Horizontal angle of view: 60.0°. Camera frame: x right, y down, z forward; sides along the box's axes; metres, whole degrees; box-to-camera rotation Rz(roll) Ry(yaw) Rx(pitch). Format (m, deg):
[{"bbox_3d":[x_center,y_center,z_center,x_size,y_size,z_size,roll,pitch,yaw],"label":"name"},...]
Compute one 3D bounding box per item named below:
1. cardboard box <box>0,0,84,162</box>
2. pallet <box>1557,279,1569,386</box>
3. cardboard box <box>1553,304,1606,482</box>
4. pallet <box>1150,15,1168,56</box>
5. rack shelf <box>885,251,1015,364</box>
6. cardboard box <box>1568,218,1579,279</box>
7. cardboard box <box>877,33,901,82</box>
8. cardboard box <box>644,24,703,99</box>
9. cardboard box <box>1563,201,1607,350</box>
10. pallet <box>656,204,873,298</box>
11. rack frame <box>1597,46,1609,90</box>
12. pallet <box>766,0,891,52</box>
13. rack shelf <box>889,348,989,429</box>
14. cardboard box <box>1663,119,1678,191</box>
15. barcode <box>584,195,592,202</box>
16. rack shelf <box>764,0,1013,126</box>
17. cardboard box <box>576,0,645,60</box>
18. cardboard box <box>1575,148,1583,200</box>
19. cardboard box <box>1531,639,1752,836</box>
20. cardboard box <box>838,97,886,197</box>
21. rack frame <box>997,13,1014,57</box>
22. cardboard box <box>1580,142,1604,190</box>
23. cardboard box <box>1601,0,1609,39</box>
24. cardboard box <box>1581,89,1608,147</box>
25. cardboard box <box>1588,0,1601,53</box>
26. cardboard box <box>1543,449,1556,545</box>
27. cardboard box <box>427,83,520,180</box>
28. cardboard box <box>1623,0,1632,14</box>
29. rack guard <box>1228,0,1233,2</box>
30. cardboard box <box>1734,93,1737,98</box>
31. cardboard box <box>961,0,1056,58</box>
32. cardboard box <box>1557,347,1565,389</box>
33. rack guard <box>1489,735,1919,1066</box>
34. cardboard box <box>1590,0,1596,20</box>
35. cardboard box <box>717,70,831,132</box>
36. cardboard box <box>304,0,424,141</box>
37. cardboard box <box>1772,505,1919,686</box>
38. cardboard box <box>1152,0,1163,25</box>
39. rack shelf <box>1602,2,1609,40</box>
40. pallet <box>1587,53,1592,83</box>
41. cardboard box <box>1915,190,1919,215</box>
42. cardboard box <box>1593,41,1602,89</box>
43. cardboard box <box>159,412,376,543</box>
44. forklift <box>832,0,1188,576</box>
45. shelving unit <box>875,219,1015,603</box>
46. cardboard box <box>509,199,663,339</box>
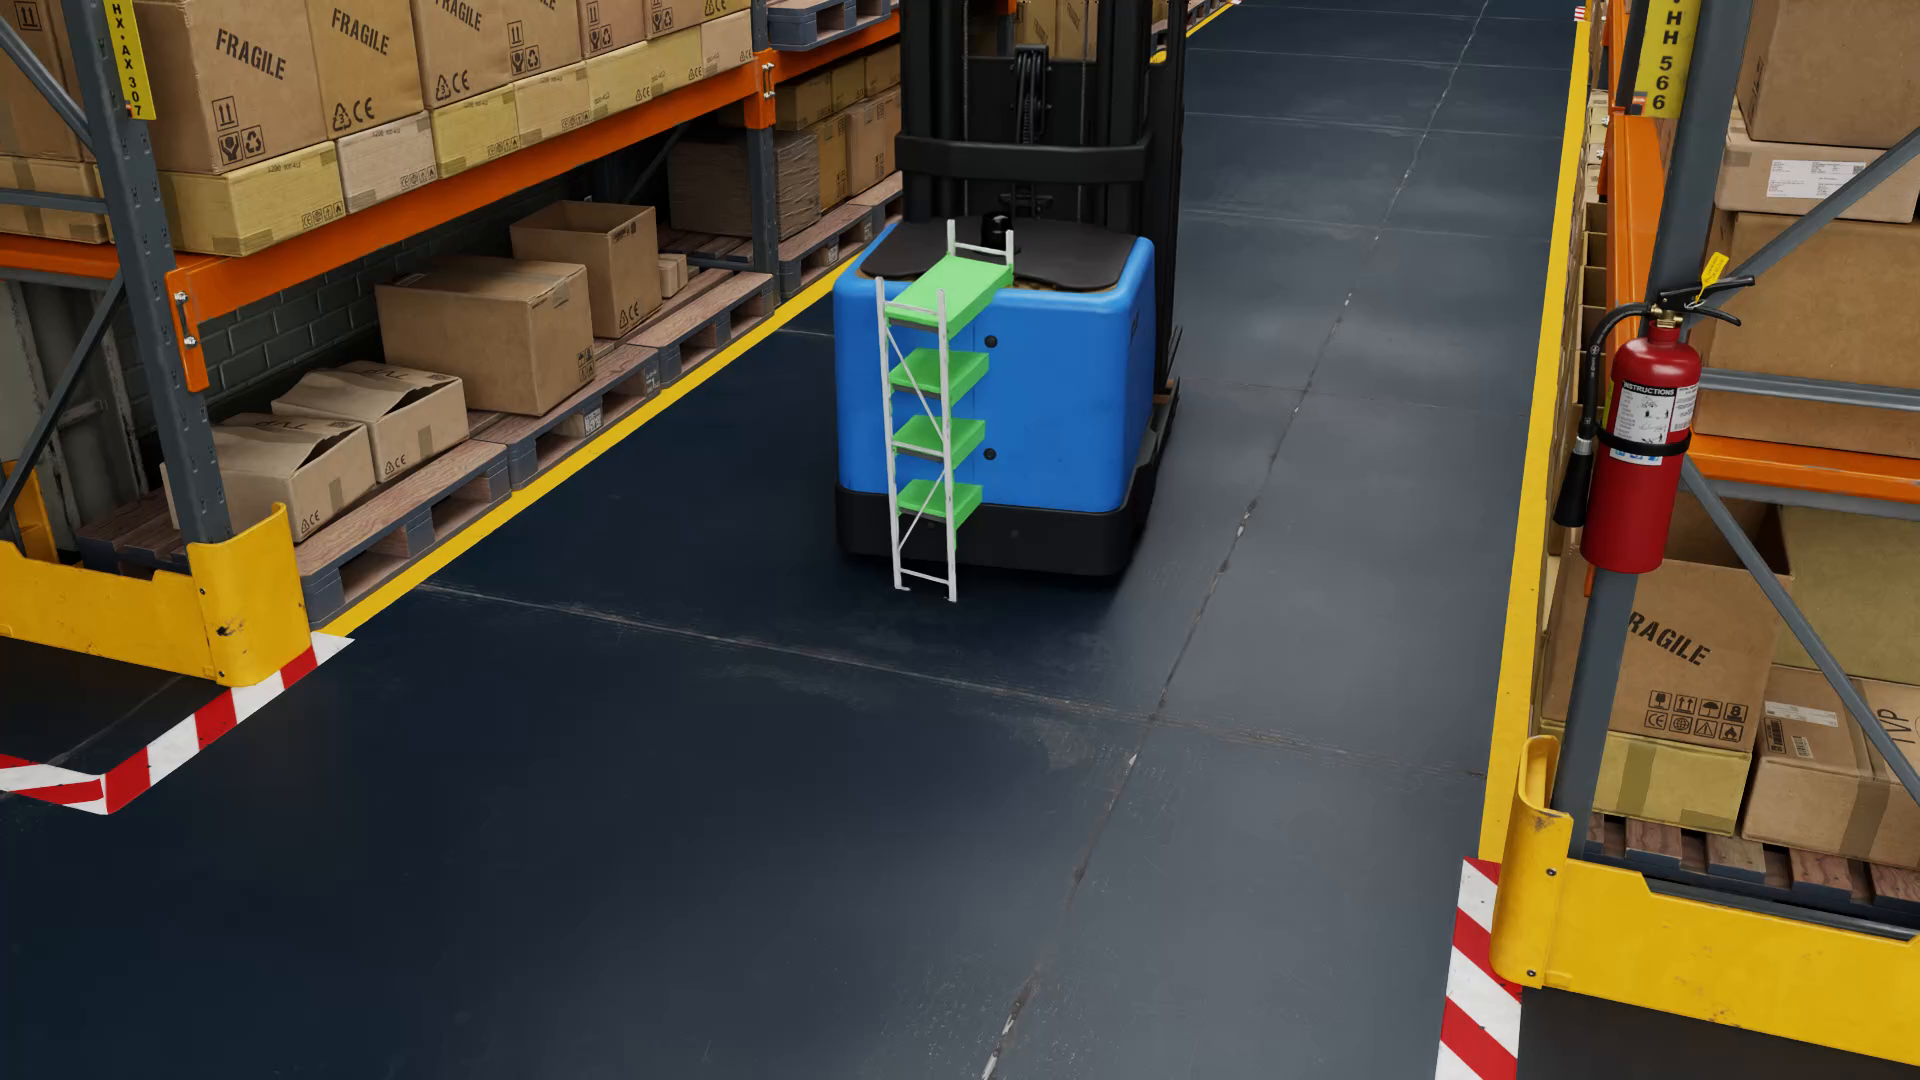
[{"bbox_3d":[-2.814,-1.501,5.198,0.500,0.500,0.500,8,27,17],"label":"cardboard box"},{"bbox_3d":[3.441,-0.978,8.028,1.003,0.211,1.213,9,27,17],"label":"pallet"},{"bbox_3d":[2.286,-0.452,5.554,0.500,0.500,0.500,9,27,17],"label":"cardboard box"},{"bbox_3d":[1.549,-4.975,16.284,1.003,0.211,1.213,9,27,17],"label":"pallet"},{"bbox_3d":[-0.039,-0.770,5.463,0.258,0.148,0.480,15,37,23],"label":"rack shelf"},{"bbox_3d":[3.437,-1.507,8.593,0.500,0.250,0.500,9,27,19],"label":"cardboard box"},{"bbox_3d":[-0.548,-3.167,10.853,0.500,0.250,0.500,9,27,18],"label":"cardboard box"},{"bbox_3d":[-1.485,-2.141,7.379,0.500,0.250,0.500,9,27,18],"label":"cardboard box"},{"bbox_3d":[2.783,-1.069,6.828,0.500,0.500,0.500,9,27,17],"label":"cardboard box"},{"bbox_3d":[-1.182,-1.707,9.533,1.003,0.211,1.213,9,27,17],"label":"pallet"},{"bbox_3d":[4.564,-3.569,10.178,1.000,3.000,0.127,9,27,17],"label":"rack frame"},{"bbox_3d":[-1.048,-2.848,8.911,1.003,0.211,1.213,9,27,17],"label":"pallet"},{"bbox_3d":[-0.032,-0.572,5.597,0.258,0.148,0.480,15,37,23],"label":"rack shelf"},{"bbox_3d":[2.751,-1.363,5.509,0.700,0.500,0.500,9,27,18],"label":"cardboard box"},{"bbox_3d":[-1.846,-1.672,8.257,0.001,0.075,0.075,9,27,17],"label":"barcode"},{"bbox_3d":[-0.774,-3.140,10.118,1.077,0.370,4.000,9,27,17],"label":"rack shelf"},{"bbox_3d":[-1.644,-2.270,6.785,0.500,0.500,0.500,8,27,16],"label":"cardboard box"},{"bbox_3d":[3.946,-2.141,9.903,0.500,0.250,0.500,8,27,16],"label":"cardboard box"},{"bbox_3d":[1.802,0.504,4.440,0.500,0.250,0.500,9,27,17],"label":"cardboard box"},{"bbox_3d":[-0.878,-2.443,10.217,0.700,0.500,0.500,9,27,18],"label":"cardboard box"},{"bbox_3d":[-0.109,-4.285,11.659,1.000,3.000,0.127,9,27,17],"label":"rack frame"},{"bbox_3d":[3.604,-1.962,8.890,0.500,0.311,0.500,8,27,17],"label":"cardboard box"},{"bbox_3d":[5.005,-3.842,12.247,0.500,0.250,0.500,8,27,16],"label":"cardboard box"},{"bbox_3d":[4.113,-2.600,10.207,0.500,0.311,0.500,10,27,19],"label":"cardboard box"},{"bbox_3d":[5.817,-4.561,14.591,0.500,0.500,0.500,9,27,17],"label":"cardboard box"},{"bbox_3d":[2.290,-0.114,5.716,0.500,0.250,0.500,9,27,17],"label":"cardboard box"},{"bbox_3d":[-1.974,-1.518,6.092,0.500,0.250,0.500,8,27,17],"label":"cardboard box"},{"bbox_3d":[4.084,-3.189,9.497,0.500,0.311,0.500,8,27,17],"label":"cardboard box"},{"bbox_3d":[2.562,-6.458,19.014,1.175,0.500,0.348,9,27,17],"label":"rack guard"},{"bbox_3d":[2.020,-1.016,4.046,0.380,0.149,0.250,8,27,17],"label":"cardboard box"},{"bbox_3d":[0.260,-3.790,12.621,0.750,0.750,0.750,8,27,17],"label":"cardboard box"},{"bbox_3d":[2.793,-0.730,6.988,0.500,0.250,0.500,9,27,17],"label":"cardboard box"},{"bbox_3d":[1.894,0.854,3.913,1.175,0.500,0.348,9,27,17],"label":"rack guard"},{"bbox_3d":[6.445,-5.223,16.246,0.500,0.250,0.500,9,27,17],"label":"cardboard box"},{"bbox_3d":[-1.067,-2.538,9.554,0.500,0.250,0.500,8,27,16],"label":"cardboard box"},{"bbox_3d":[-2.155,-1.631,5.465,0.500,0.500,0.500,9,27,18],"label":"cardboard box"},{"bbox_3d":[2.455,0.036,4.546,0.500,0.500,0.500,9,27,17],"label":"cardboard box"},{"bbox_3d":[1.568,-5.286,16.111,0.700,0.500,0.500,9,27,18],"label":"cardboard box"},{"bbox_3d":[5.230,-4.067,12.033,1.077,0.370,4.000,9,27,17],"label":"rack shelf"},{"bbox_3d":[6.125,-4.239,14.764,1.003,0.211,1.213,9,27,17],"label":"pallet"},{"bbox_3d":[2.236,-0.748,3.494,0.380,0.149,0.250,9,27,17],"label":"cardboard box"},{"bbox_3d":[4.826,-3.273,11.931,0.500,0.500,0.500,8,27,16],"label":"cardboard box"},{"bbox_3d":[-2.456,-0.257,5.919,0.500,0.311,0.500,6,26,12],"label":"cardboard box"},{"bbox_3d":[0.363,-1.811,6.627,1.130,2.935,3.031,5,26,11],"label":"forklift"},{"bbox_3d":[-0.027,-0.426,5.696,0.258,1.200,0.503,15,37,23],"label":"shelving unit"},{"bbox_3d":[-1.747,-1.282,7.820,0.500,0.500,0.500,7,27,14],"label":"cardboard box"}]
